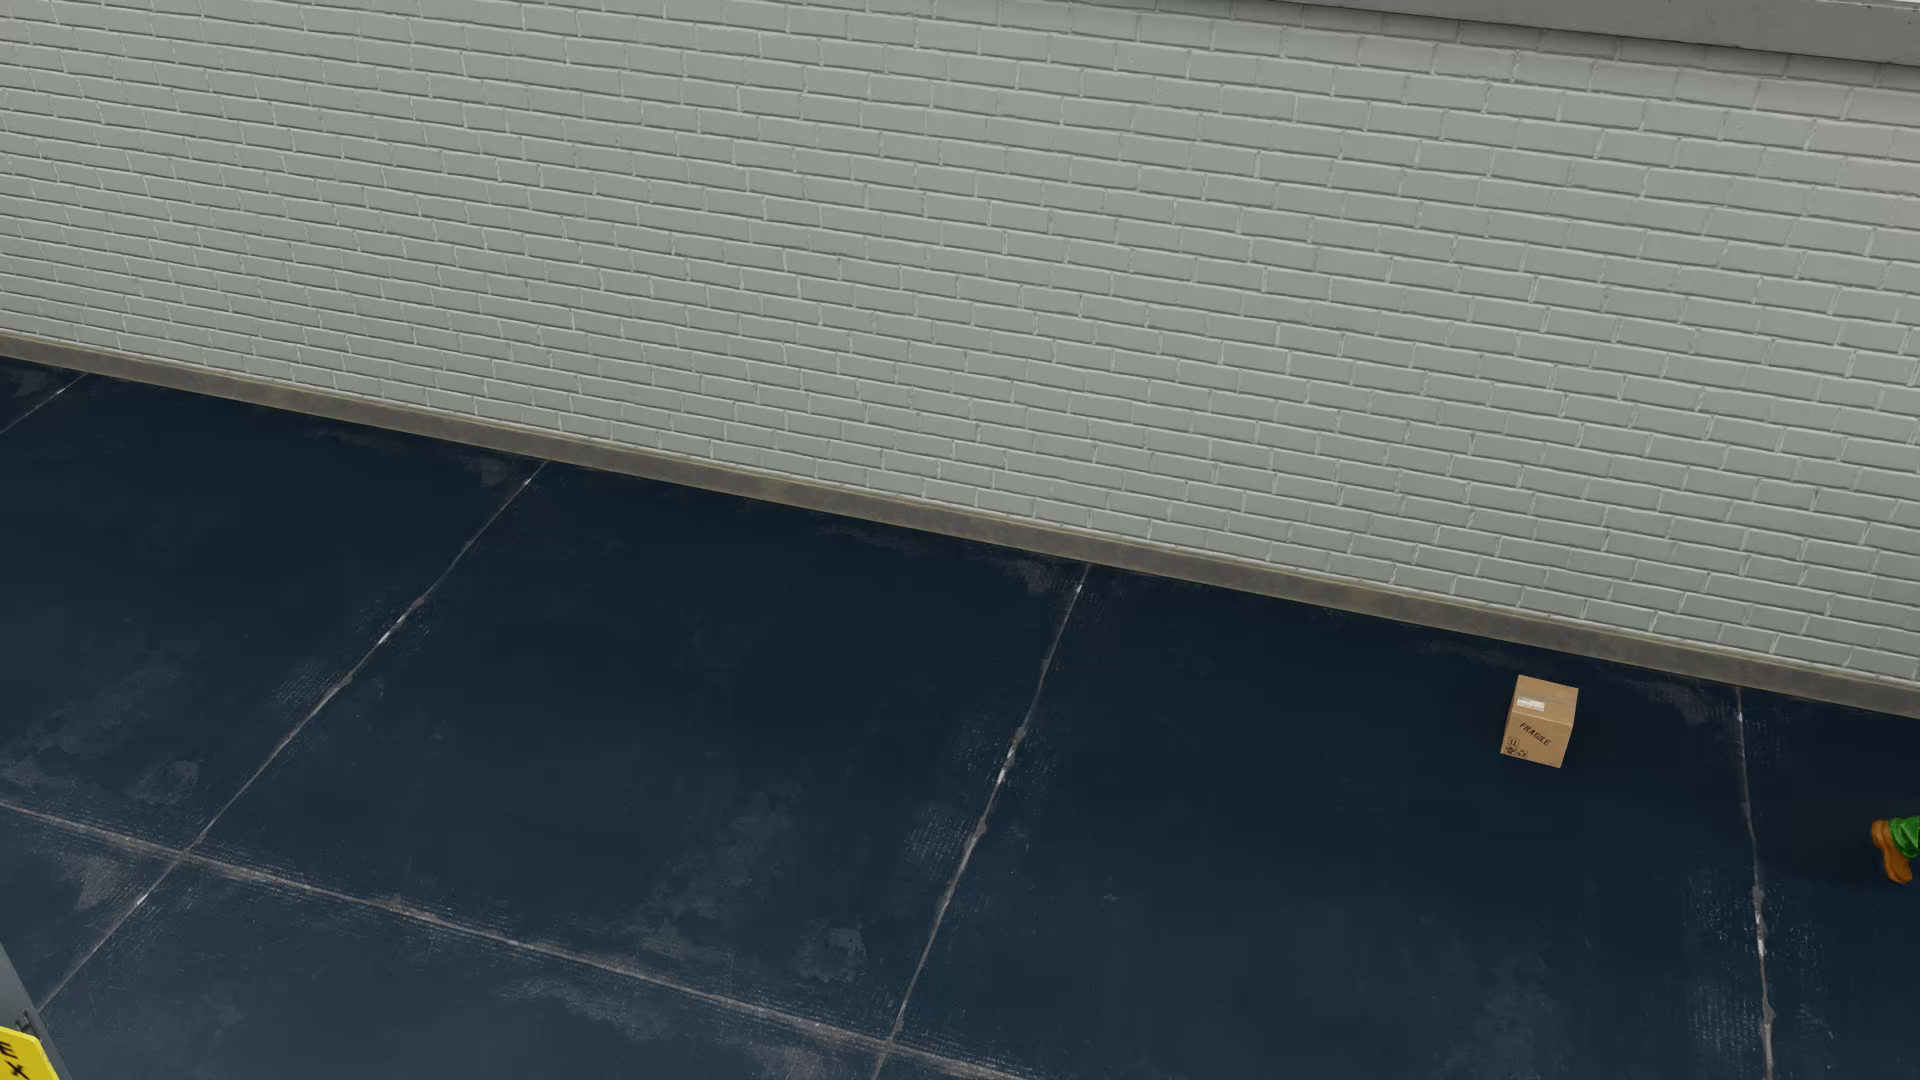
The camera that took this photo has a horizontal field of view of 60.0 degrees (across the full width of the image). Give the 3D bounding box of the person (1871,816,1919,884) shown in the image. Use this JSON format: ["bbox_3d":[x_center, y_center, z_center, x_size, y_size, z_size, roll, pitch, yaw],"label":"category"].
[{"bbox_3d":[3.869,0.669,5.955,0.759,1.770,0.543,15,39,19],"label":"person"}]
